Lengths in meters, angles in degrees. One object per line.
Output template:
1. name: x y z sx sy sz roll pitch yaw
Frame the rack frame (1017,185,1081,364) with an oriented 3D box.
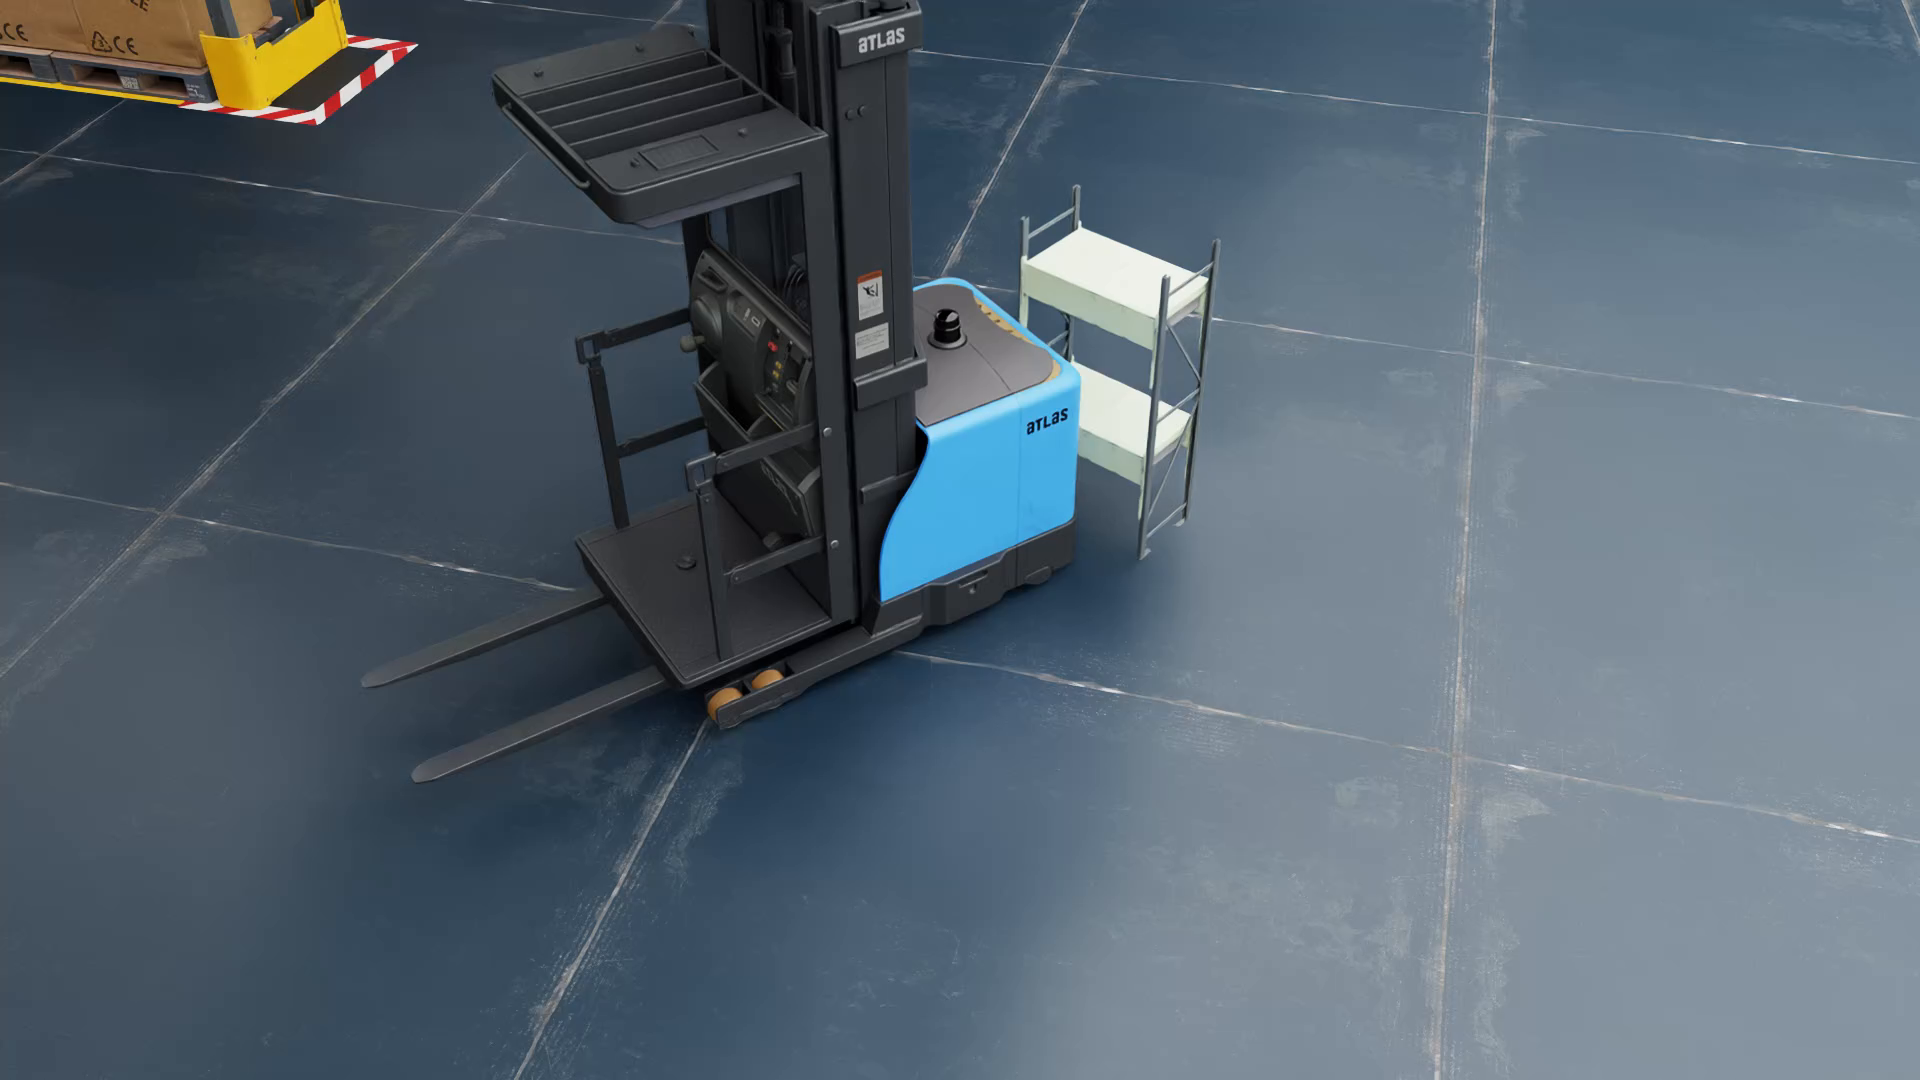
1. rack frame: 0.392 -0.884 7.661 0.023 1.500 0.400 29 48 30

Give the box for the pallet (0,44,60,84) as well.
1. pallet: -6.723 -3.656 11.963 1.213 0.211 1.003 10 41 11

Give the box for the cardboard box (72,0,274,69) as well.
1. cardboard box: -5.427 -3.854 11.357 0.875 0.875 0.875 10 41 12

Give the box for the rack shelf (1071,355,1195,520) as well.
1. rack shelf: 0.672 -0.483 7.690 0.720 0.370 0.431 29 48 30

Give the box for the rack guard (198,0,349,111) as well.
1. rack guard: -4.732 -3.474 11.522 0.348 0.500 1.175 10 41 11

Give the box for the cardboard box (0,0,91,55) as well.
1. cardboard box: -6.278 -3.999 11.529 0.875 0.875 0.875 9 41 11

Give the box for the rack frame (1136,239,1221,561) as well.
1. rack frame: 0.951 -0.580 7.299 0.023 1.500 0.400 29 48 30

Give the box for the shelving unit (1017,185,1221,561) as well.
1. shelving unit: 0.672 -0.732 7.480 0.755 1.500 0.431 29 48 30

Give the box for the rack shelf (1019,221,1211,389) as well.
1. rack shelf: 0.672 -1.031 7.229 0.720 0.370 0.431 29 48 30

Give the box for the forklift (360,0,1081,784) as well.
1. forklift: -0.989 -0.737 6.374 3.031 2.935 1.130 -23 45 -25

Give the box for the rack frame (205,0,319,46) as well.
1. rack frame: -4.755 -4.435 10.723 0.127 3.000 1.000 10 41 11

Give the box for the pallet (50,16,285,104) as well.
1. pallet: -5.548 -3.451 11.720 1.213 0.211 1.003 10 41 11
